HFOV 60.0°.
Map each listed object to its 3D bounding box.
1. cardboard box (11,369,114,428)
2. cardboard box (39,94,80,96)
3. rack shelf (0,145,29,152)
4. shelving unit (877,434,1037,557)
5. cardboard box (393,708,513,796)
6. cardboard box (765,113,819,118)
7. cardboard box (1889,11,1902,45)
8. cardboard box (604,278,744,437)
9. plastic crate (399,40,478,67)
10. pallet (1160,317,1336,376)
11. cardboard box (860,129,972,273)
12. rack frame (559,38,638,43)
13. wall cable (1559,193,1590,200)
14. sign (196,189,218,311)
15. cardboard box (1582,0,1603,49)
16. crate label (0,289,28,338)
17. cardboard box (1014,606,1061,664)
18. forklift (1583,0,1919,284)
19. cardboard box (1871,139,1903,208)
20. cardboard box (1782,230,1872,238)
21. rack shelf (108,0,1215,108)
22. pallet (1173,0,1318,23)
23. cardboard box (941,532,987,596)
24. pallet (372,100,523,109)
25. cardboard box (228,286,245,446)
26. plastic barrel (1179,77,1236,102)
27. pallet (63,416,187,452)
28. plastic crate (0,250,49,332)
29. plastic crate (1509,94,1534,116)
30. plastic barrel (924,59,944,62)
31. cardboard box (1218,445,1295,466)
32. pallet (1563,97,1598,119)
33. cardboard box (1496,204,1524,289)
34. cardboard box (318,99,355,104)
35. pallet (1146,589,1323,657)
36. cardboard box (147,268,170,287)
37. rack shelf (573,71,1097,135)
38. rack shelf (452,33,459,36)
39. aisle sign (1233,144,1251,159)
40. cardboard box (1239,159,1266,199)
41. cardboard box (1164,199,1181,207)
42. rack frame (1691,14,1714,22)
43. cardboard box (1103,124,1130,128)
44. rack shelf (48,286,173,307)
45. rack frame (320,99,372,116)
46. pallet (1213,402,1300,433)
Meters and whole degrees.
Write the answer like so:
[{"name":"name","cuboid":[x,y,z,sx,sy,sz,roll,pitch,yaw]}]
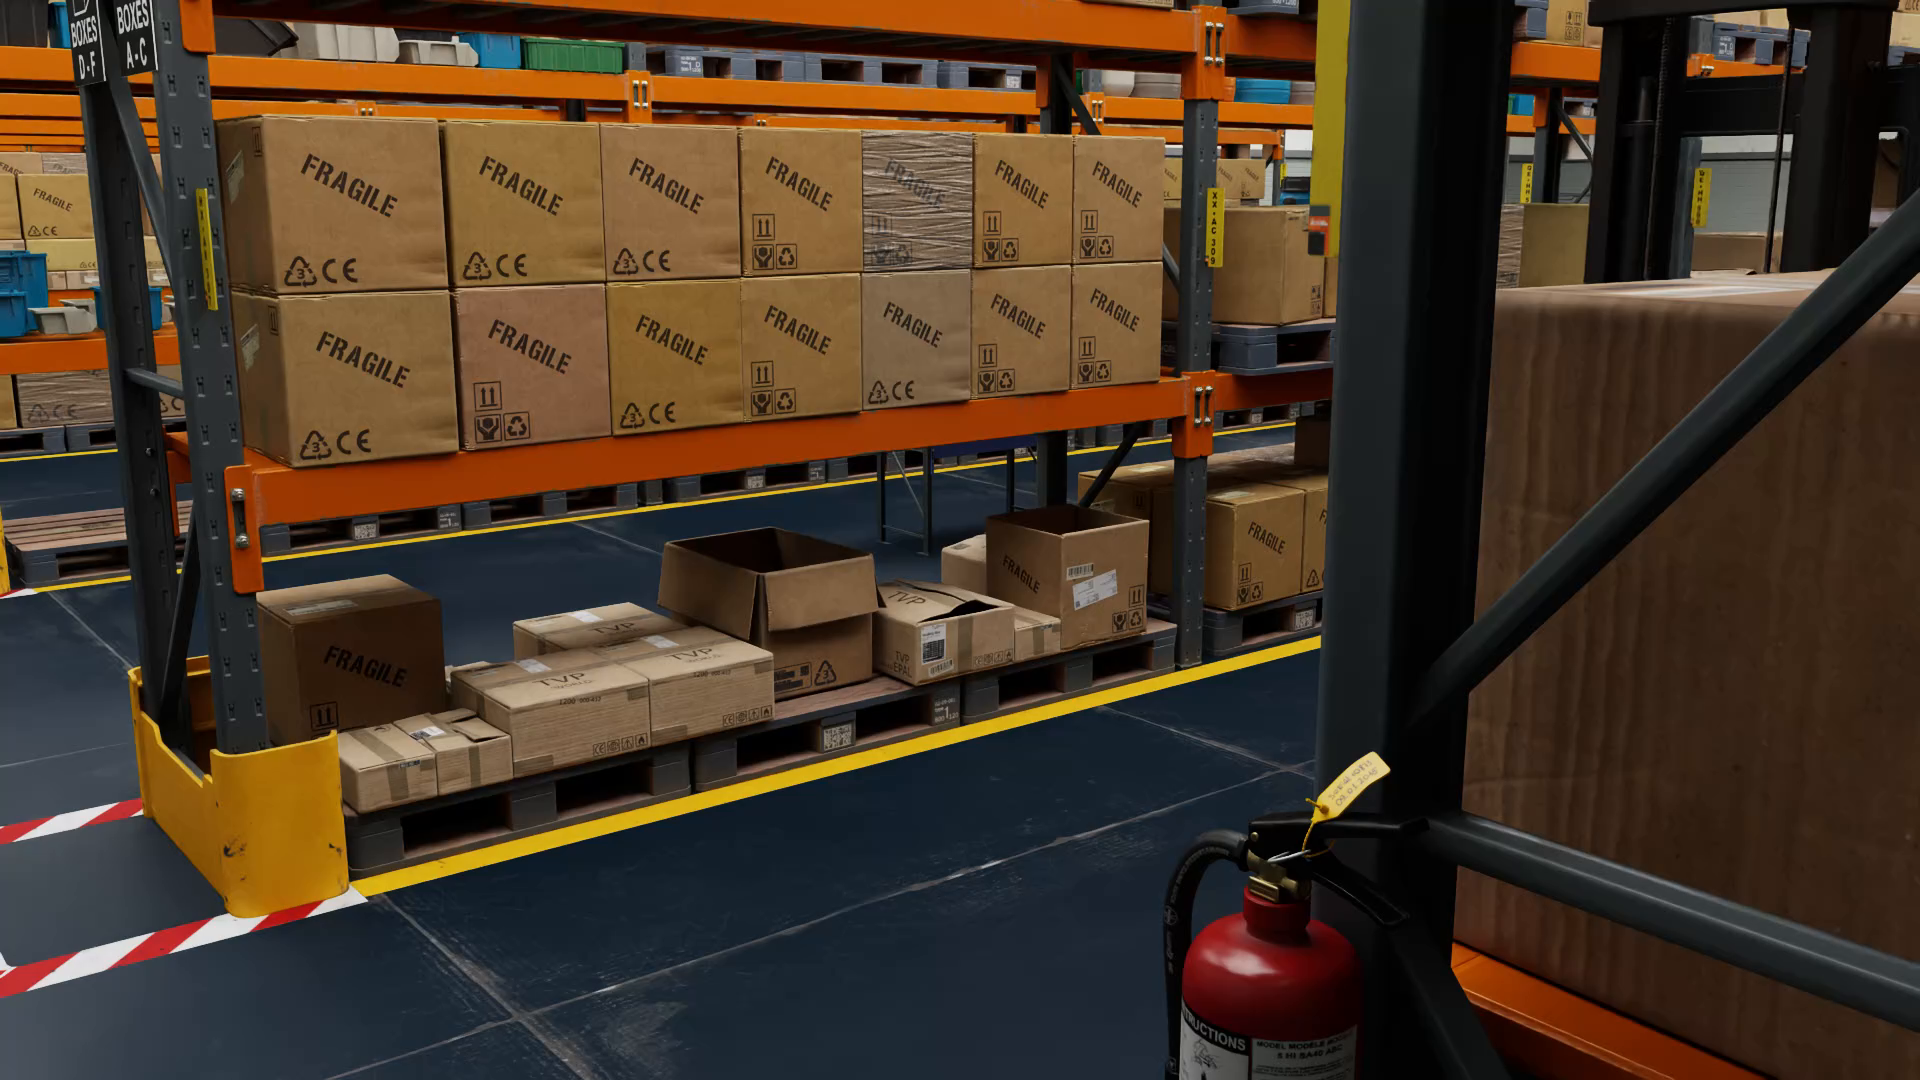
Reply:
[{"name":"cardboard box","cuboid":[-7.424,-1.445,13.803,0.875,0.875,0.875,-9,15,-38]},{"name":"cardboard box","cuboid":[-9.488,-4.559,17.503,0.500,0.250,0.500,-10,15,-38]},{"name":"rack shelf","cuboid":[-16.317,-5.852,24.961,4.000,0.370,1.077,-9,15,-38]},{"name":"shelving unit","cuboid":[0.067,-0.745,10.010,1.048,1.500,0.538,-9,15,-38]},{"name":"cardboard box","cuboid":[-1.662,0.682,5.443,0.250,0.166,0.380,-9,15,-38]},{"name":"cardboard box","cuboid":[-1.812,-4.517,17.303,0.500,0.250,0.500,-9,15,-37]},{"name":"cardboard box","cuboid":[6.057,-3.464,11.335,0.500,0.250,0.500,-11,17,-43]},{"name":"cardboard box","cuboid":[-1.094,-0.654,5.732,0.500,0.500,0.500,-9,15,-38]},{"name":"plastic crate","cuboid":[-3.122,-2.892,9.927,0.466,0.136,0.293,-9,15,-38]},{"name":"pallet","cuboid":[1.417,-0.969,7.918,1.213,0.211,1.003,-9,15,-38]},{"name":"cardboard box","cuboid":[-0.300,-1.275,6.249,0.500,0.500,0.500,-9,15,-37]},{"name":"rack frame","cuboid":[-2.367,-4.715,10.655,0.127,3.000,1.000,-9,15,-38]},{"name":"wall cable","cuboid":[20.060,-12.085,52.839,0.112,2.526,3.097,-9,15,-38]},{"name":"sign","cuboid":[-2.060,-0.793,4.544,0.005,0.325,0.100,-9,15,-38]},{"name":"cardboard box","cuboid":[3.130,-2.884,9.011,0.500,0.500,0.910,-9,15,-38]},{"name":"crate label","cuboid":[-5.092,-1.188,8.745,0.303,0.233,0.416,-9,15,-38]},{"name":"cardboard box","cuboid":[0.202,0.381,6.903,0.250,0.149,0.380,-9,15,-38]},{"name":"forklift","cuboid":[3.094,-0.678,6.249,3.031,2.935,1.130,-9,15,-36]},{"name":"cardboard box","cuboid":[7.314,-2.757,12.512,0.500,0.500,0.700,-9,15,-37]},{"name":"cardboard box","cuboid":[5.950,-1.899,11.592,0.500,0.500,0.500,-8,14,-34]},{"name":"rack shelf","cuboid":[-0.837,-1.833,6.034,4.000,0.370,1.077,-9,15,-38]},{"name":"pallet","cuboid":[1.278,-2.426,7.546,1.003,0.211,1.213,-9,15,-38]},{"name":"cardboard box","cuboid":[0.262,0.142,7.635,0.500,0.311,0.500,-9,15,-38]},{"name":"pallet","cuboid":[-4.776,-4.085,15.368,1.217,0.209,0.805,-10,16,-40]},{"name":"cardboard box","cuboid":[-2.219,-0.609,5.520,0.500,0.500,0.500,-9,15,-36]},{"name":"plastic barrel","cuboid":[2.044,-4.133,14.103,0.708,0.830,0.600,-9,15,-38]},{"name":"pallet","cuboid":[-7.057,-0.975,14.197,1.213,0.211,1.003,-9,15,-38]},{"name":"plastic crate","cuboid":[-5.345,-1.382,9.172,0.499,0.435,0.616,-9,15,-38]},{"name":"plastic crate","cuboid":[5.703,-4.501,16.906,0.575,0.384,0.392,-9,15,-38]},{"name":"plastic barrel","cuboid":[-0.214,-3.796,12.912,0.294,0.245,0.294,0,12,0]},{"name":"cardboard box","cuboid":[1.714,-0.208,8.829,0.500,0.500,0.500,-9,15,-37]},{"name":"pallet","cuboid":[6.296,-4.621,17.889,1.213,0.211,1.003,-9,15,-38]},{"name":"cardboard box","cuboid":[2.593,-1.563,8.999,0.500,0.500,0.700,-6,13,-27]},{"name":"cardboard box","cuboid":[-7.192,-5.304,19.390,0.637,0.503,0.797,-10,15,-38]},{"name":"pallet","cuboid":[1.336,0.275,8.308,1.213,0.211,1.003,-9,15,-38]},{"name":"cardboard box","cuboid":[-6.697,-2.169,13.711,0.250,0.149,0.380,-9,15,-37]},{"name":"rack shelf","cuboid":[-0.805,-3.156,12.264,4.000,0.370,1.077,-9,15,-38]},{"name":"rack shelf","cuboid":[-6.919,-6.048,19.627,4.000,0.370,1.077,-9,15,-38]},{"name":"aisle sign","cuboid":[3.770,-5.470,22.392,0.004,0.787,0.394,-9,15,-38]},{"name":"cardboard box","cuboid":[3.634,-4.713,21.725,0.500,0.500,0.500,-9,15,-38]},{"name":"cardboard box","cuboid":[2.332,-4.064,21.072,0.500,0.500,0.875,-9,15,-38]},{"name":"rack frame","cuboid":[3.848,-4.431,9.314,0.127,3.000,1.000,-9,15,-38]},{"name":"cardboard box","cuboid":[1.707,-5.103,20.061,0.500,0.250,0.500,-10,15,-38]},{"name":"rack shelf","cuboid":[-7.023,-1.973,13.914,4.000,0.370,1.077,-9,15,-38]},{"name":"rack frame","cuboid":[-5.461,-2.584,15.062,0.127,3.000,1.000,-9,15,-38]},{"name":"pallet","cuboid":[2.338,-1.188,15.198,1.213,0.211,1.003,-9,15,-38]}]
